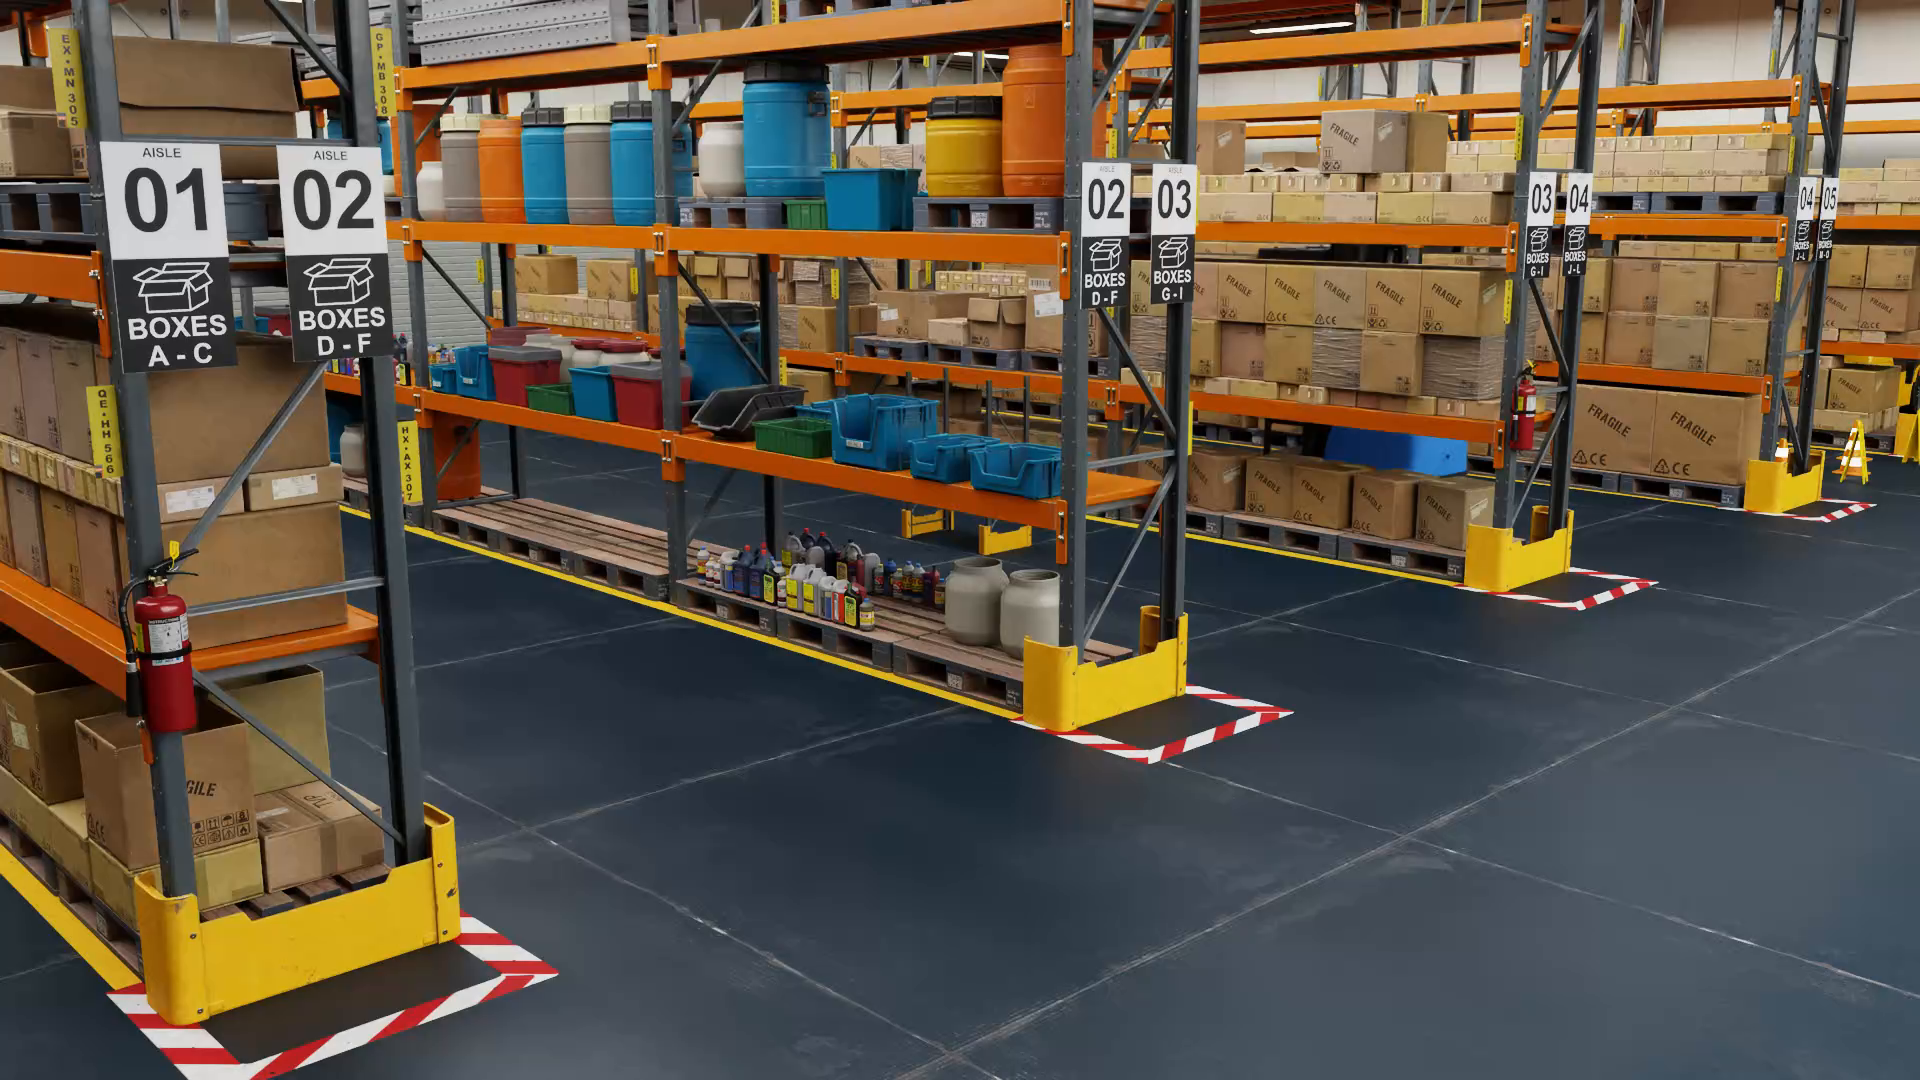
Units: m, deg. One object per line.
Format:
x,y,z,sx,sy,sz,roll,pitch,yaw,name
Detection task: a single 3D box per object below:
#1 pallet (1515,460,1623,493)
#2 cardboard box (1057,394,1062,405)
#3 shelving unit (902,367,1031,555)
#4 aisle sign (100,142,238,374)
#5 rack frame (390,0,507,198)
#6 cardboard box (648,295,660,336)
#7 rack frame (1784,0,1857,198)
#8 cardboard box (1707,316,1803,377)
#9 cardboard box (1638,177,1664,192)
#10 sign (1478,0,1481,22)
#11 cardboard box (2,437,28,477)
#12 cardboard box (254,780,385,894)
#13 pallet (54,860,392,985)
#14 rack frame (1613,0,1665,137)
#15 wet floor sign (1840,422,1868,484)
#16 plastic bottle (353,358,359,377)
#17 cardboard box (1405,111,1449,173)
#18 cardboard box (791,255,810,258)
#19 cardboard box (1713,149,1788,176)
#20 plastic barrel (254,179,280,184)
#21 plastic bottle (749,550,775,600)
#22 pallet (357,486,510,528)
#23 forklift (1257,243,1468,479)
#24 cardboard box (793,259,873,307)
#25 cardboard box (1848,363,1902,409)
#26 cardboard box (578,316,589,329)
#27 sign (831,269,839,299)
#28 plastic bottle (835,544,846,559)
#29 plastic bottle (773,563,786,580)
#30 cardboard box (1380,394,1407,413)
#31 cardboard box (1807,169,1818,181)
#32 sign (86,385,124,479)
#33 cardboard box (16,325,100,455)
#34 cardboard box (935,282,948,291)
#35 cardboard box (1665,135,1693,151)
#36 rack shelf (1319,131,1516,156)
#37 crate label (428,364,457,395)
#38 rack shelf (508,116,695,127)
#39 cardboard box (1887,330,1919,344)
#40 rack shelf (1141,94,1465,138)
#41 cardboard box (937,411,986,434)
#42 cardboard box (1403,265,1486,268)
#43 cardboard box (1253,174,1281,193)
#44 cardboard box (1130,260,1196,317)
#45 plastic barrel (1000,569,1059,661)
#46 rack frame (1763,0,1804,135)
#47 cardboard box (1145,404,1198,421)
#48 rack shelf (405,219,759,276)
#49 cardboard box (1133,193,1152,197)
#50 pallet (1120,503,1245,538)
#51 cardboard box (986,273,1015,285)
6.764,-0.746,18.011,1.003,0.211,1.213,-11,16,-43,pallet
1.687,-2.113,22.888,0.500,0.500,0.500,-10,15,-40,cardboard box
0.053,-0.723,14.706,0.587,1.500,1.083,-11,16,-43,shelving unit
-2.781,-0.995,5.863,0.394,0.787,0.004,-11,16,-43,aisle sign
-4.553,-4.567,14.780,1.000,3.000,0.127,-11,16,-43,rack frame
-3.596,-2.850,21.064,0.500,0.500,0.500,-11,16,-42,cardboard box
8.211,-4.767,15.746,1.000,3.000,0.127,-11,16,-43,rack frame
7.922,-1.950,16.569,0.875,0.550,0.550,-11,16,-43,cardboard box
7.033,-3.579,16.749,0.380,0.149,0.250,-11,16,-43,cardboard box
5.867,-5.959,18.828,0.100,0.325,0.005,-11,16,-43,sign
-4.088,-0.394,7.534,0.380,0.149,0.250,-11,16,-43,cardboard box
-2.823,1.260,7.136,0.500,0.250,0.500,-11,16,-43,cardboard box
-3.172,1.488,7.165,1.003,0.211,1.213,-11,16,-43,pallet
8.959,-6.055,21.999,1.000,3.000,0.127,-11,16,-43,rack frame
9.663,-0.947,17.908,0.232,0.644,0.267,8,14,35,wet floor sign
-5.837,-1.684,16.144,0.097,0.201,0.097,0,12,0,plastic bottle
3.724,-3.315,13.910,0.500,0.500,0.500,-11,16,-43,cardboard box
-2.367,-4.672,26.694,0.500,0.500,0.500,-10,15,-41,cardboard box
7.671,-3.657,16.139,0.500,0.250,0.500,-11,16,-42,cardboard box
-7.133,-3.843,17.318,0.433,0.535,0.433,0,12,0,plastic barrel
-1.403,0.240,11.789,0.185,0.351,0.144,11,16,43,plastic bottle
-5.128,-0.373,16.197,1.003,0.211,1.213,-11,16,-43,pallet
3.748,-1.985,17.282,1.130,2.935,3.031,-11,16,-42,forklift
-1.464,-2.969,19.153,0.797,0.503,0.637,-10,15,-41,cardboard box
11.347,-1.919,20.706,0.500,0.500,0.500,11,16,43,cardboard box
-4.892,-2.929,22.317,0.380,0.149,0.250,-11,16,-42,cardboard box
-1.370,-2.809,18.241,0.100,0.325,0.005,-11,16,-43,sign
-0.862,0.169,12.297,0.061,0.283,0.133,-10,15,-39,plastic bottle
-1.274,0.295,11.718,0.097,0.271,0.097,0,12,0,plastic bottle
3.664,-1.146,13.663,0.380,0.149,0.250,-11,16,-43,cardboard box
10.471,-4.478,20.426,0.250,0.149,0.380,11,16,44,cardboard box
-3.016,-0.381,5.873,0.100,0.325,0.005,-11,16,-43,sign
-3.679,-0.683,7.332,0.700,0.500,0.500,-11,16,-42,cardboard box
-0.137,-3.686,24.215,0.380,0.149,0.250,-11,16,-42,cardboard box
7.205,-3.933,16.492,0.380,0.149,0.250,-11,16,-42,cardboard box
8.403,-7.074,29.723,1.077,0.370,4.000,-11,16,-43,rack shelf
-4.533,-1.433,14.850,0.303,0.233,0.416,-11,16,-43,crate label
-5.114,-5.585,22.493,1.077,0.370,4.000,-11,16,-43,rack shelf
11.308,-2.434,19.917,0.380,0.149,0.250,-10,15,-41,cardboard box
4.067,-5.094,20.109,1.077,0.370,4.000,-11,16,-43,rack shelf
-0.101,-1.136,18.098,0.500,0.500,0.700,10,15,40,cardboard box
4.031,-2.028,13.860,0.500,0.500,0.500,-11,16,-43,cardboard box
2.721,-3.051,14.237,0.380,0.149,0.250,-11,16,-44,cardboard box
1.918,-2.319,15.270,0.500,0.500,0.500,-11,16,-43,cardboard box
0.462,0.466,10.342,0.421,0.512,0.421,0,12,0,plastic barrel
12.546,-6.747,25.359,1.000,3.000,0.127,-11,16,-43,rack frame
3.042,-1.998,21.711,1.050,0.750,0.750,-11,16,-43,cardboard box
-3.172,-2.454,13.739,1.077,0.370,4.000,-11,16,-43,rack shelf
1.917,-3.030,15.122,0.500,0.250,0.500,11,16,43,cardboard box
2.281,-0.277,15.731,1.003,0.211,1.213,-11,16,-43,pallet
0.583,-3.680,23.449,0.380,0.149,0.250,-11,16,-43,cardboard box
